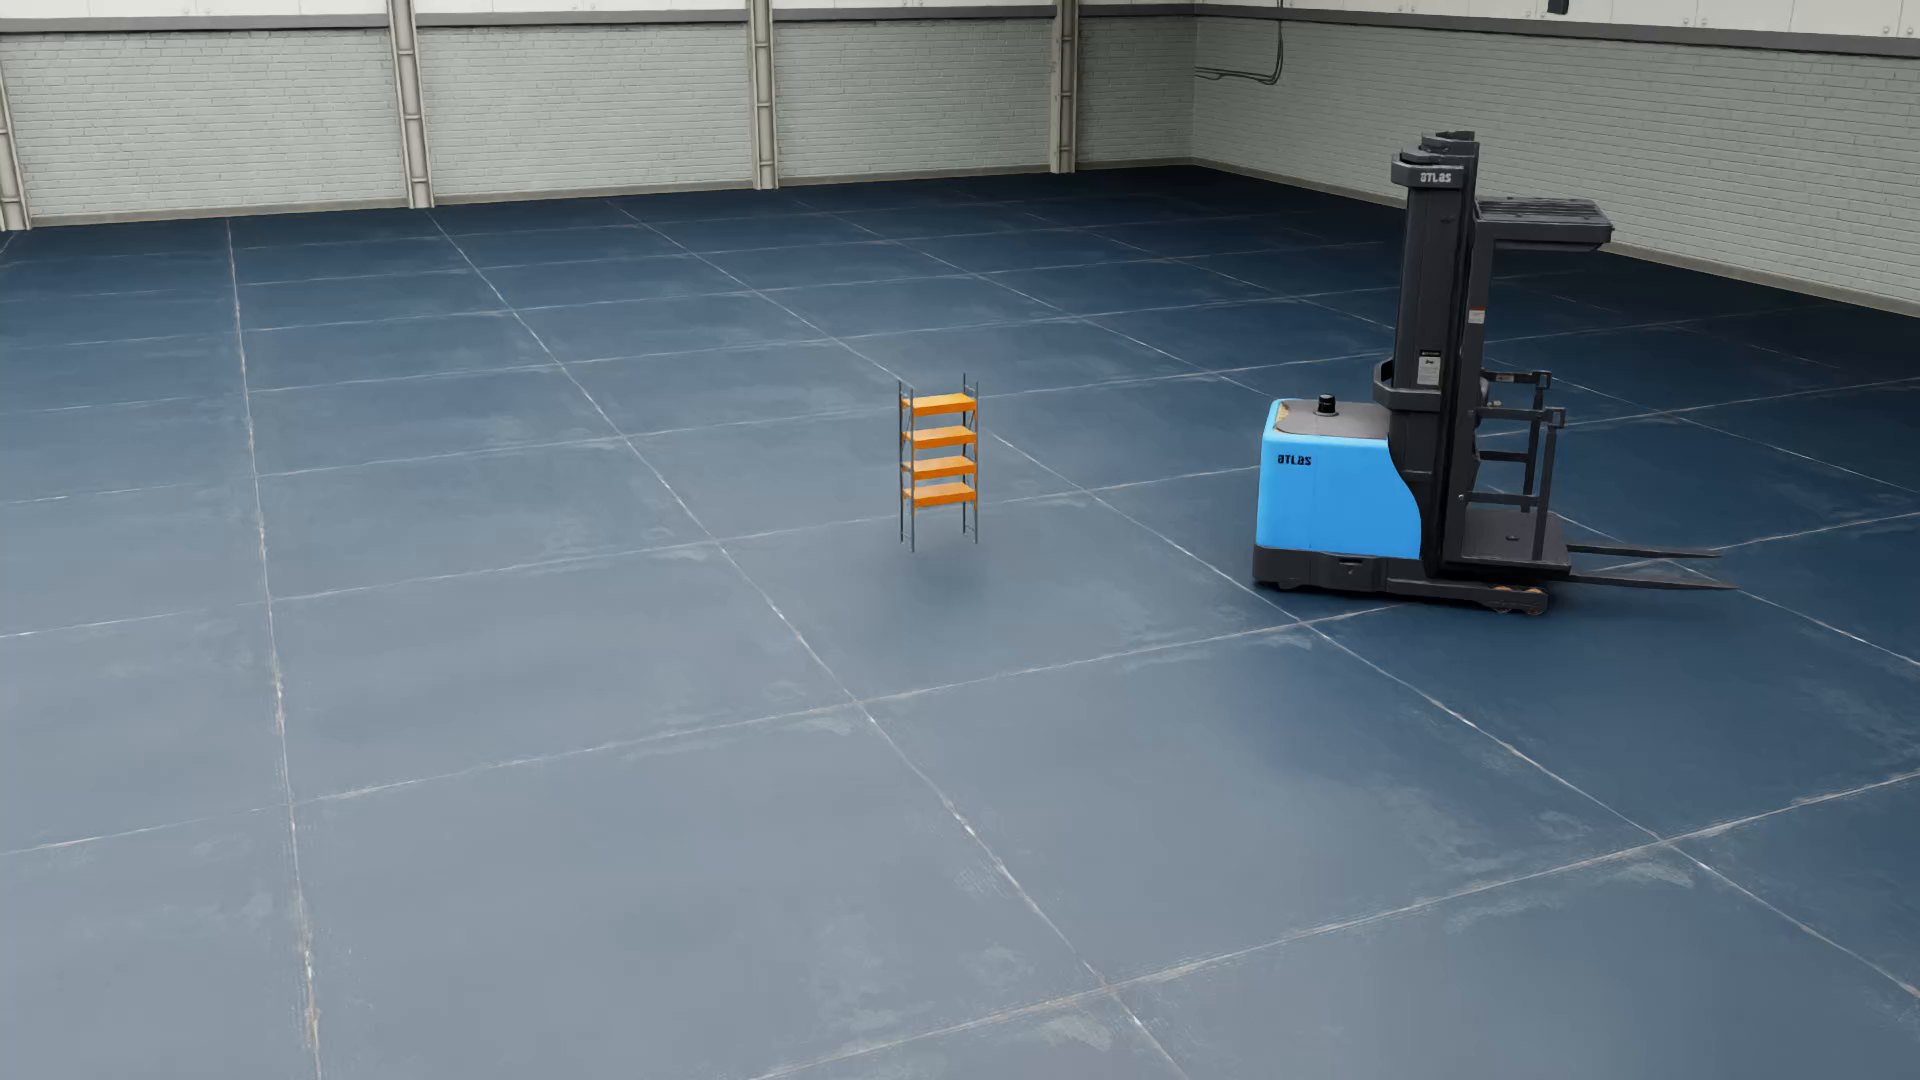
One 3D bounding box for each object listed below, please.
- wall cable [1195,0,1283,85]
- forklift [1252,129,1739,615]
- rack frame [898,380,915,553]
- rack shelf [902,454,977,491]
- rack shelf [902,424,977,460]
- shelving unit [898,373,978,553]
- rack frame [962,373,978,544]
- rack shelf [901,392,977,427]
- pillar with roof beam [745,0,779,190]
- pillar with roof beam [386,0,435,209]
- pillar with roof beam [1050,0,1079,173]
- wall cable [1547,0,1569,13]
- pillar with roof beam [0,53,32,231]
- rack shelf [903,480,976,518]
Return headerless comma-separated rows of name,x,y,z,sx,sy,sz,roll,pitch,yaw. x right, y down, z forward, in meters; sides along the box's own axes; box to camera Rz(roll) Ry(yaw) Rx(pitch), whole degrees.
wall cable,5.219,-9.925,31.336,0.112,2.526,3.097,-8,21,-22
forklift,3.526,-1.095,10.720,3.031,2.935,1.130,5,20,13
rack frame,-0.376,-0.512,11.670,0.015,1.200,0.240,-8,21,-22
rack shelf,-0.152,-0.481,11.783,0.480,0.148,0.258,-8,21,-22
rack shelf,-0.152,-0.692,11.709,0.480,0.148,0.258,-8,21,-22
shelving unit,-0.152,-0.544,11.761,0.503,1.200,0.258,-8,21,-22
rack frame,0.072,-0.576,11.852,0.015,1.200,0.240,-8,21,-22
rack shelf,-0.152,-0.915,11.630,0.480,0.148,0.258,-8,21,-22
pillar with roof beam,-1.813,-9.303,24.894,0.400,9.000,9.100,-8,21,-22
pillar with roof beam,-7.323,-8.514,22.653,0.400,9.000,9.100,-8,21,-22
pillar with roof beam,3.696,-10.092,27.136,0.400,9.000,9.100,-8,21,-22
wall cable,8.965,-10.097,22.027,0.169,6.003,2.305,-8,21,-22
pillar with roof beam,-12.832,-7.725,20.411,0.400,9.000,9.100,-8,21,-22
rack shelf,-0.152,-0.293,11.849,0.480,0.148,0.258,-8,21,-22
